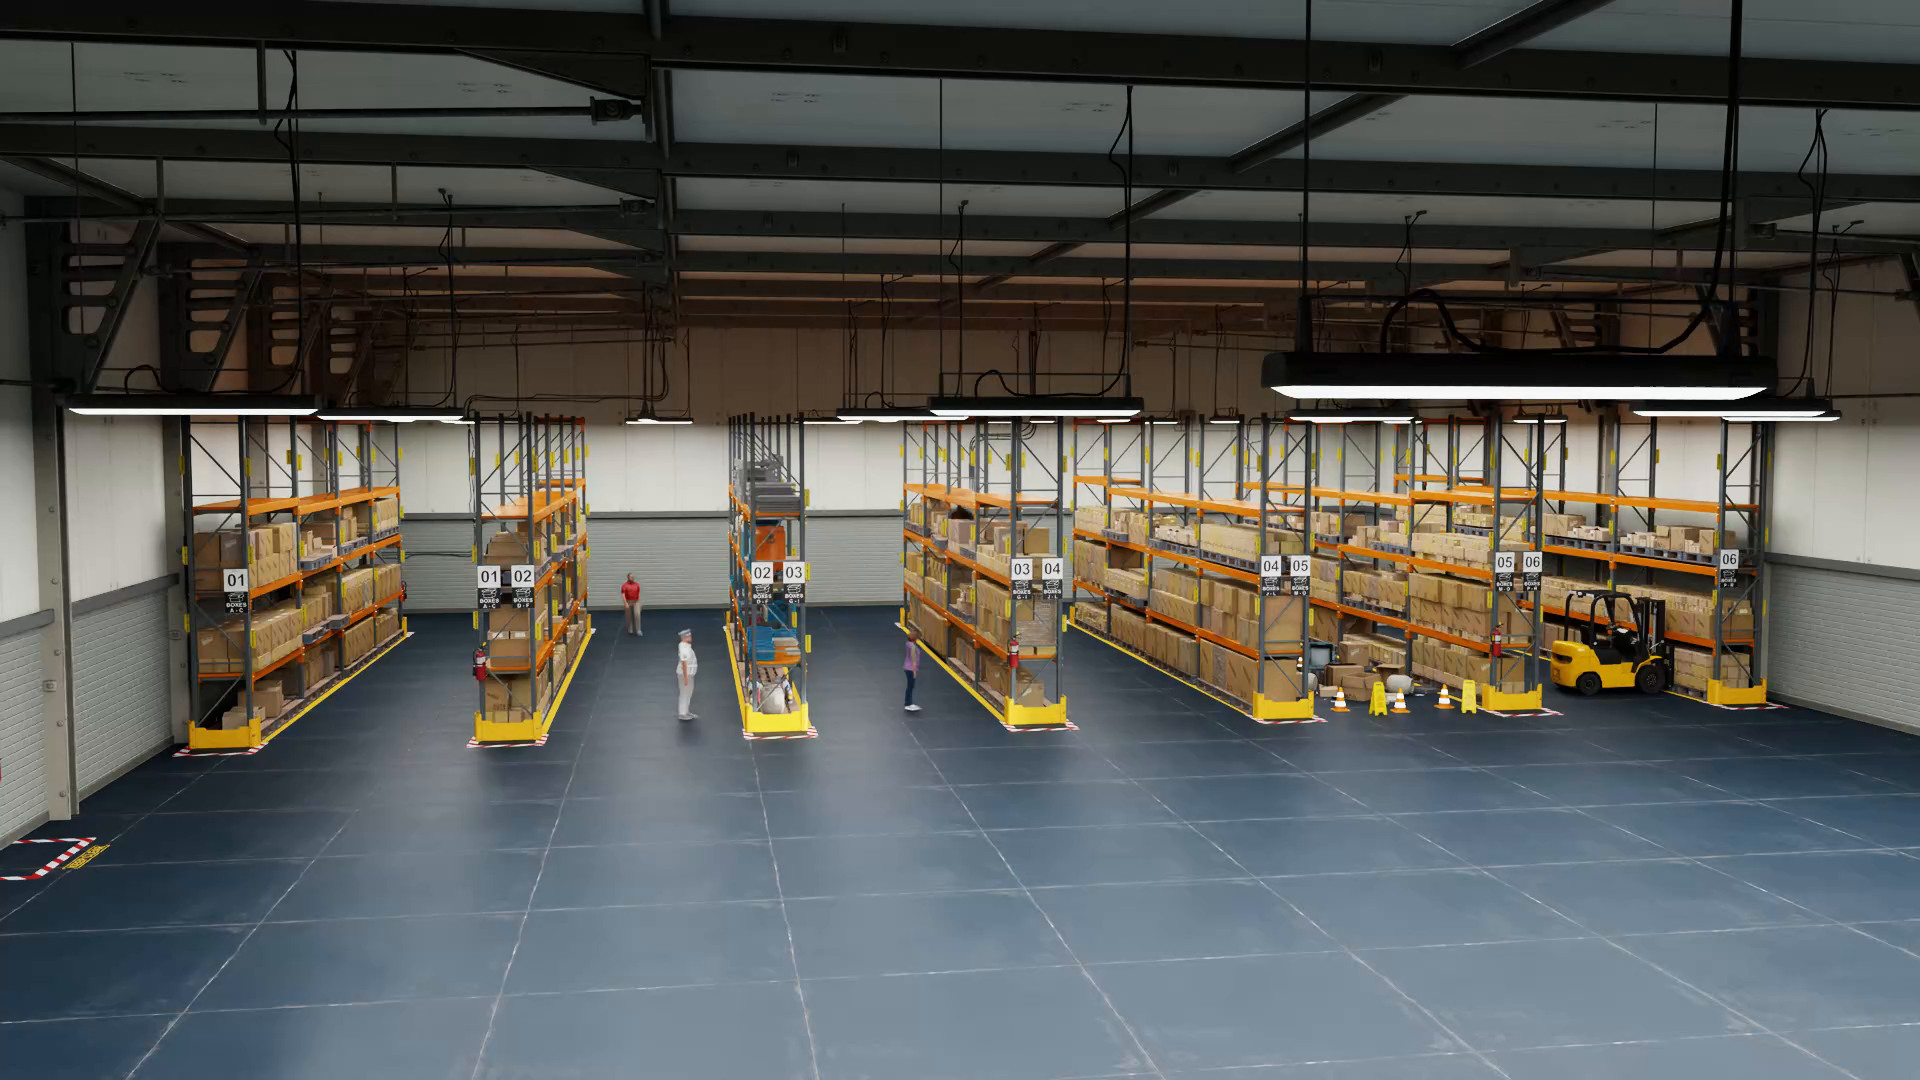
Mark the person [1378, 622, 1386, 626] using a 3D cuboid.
[{"bbox_3d":[11.875,1.633,47.762,0.764,1.653,0.515,0,4,3],"label":"person"}]

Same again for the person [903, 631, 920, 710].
[{"bbox_3d":[-0.977,2.643,33.596,0.322,1.595,0.431,-1,4,-15],"label":"person"}]

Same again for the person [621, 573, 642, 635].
[{"bbox_3d":[-9.026,1.758,45.697,0.551,1.674,1.008,-1,4,-14],"label":"person"}]

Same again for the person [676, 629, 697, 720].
[{"bbox_3d":[-5.349,2.624,32.564,0.401,1.779,0.640,0,4,0],"label":"person"}]
